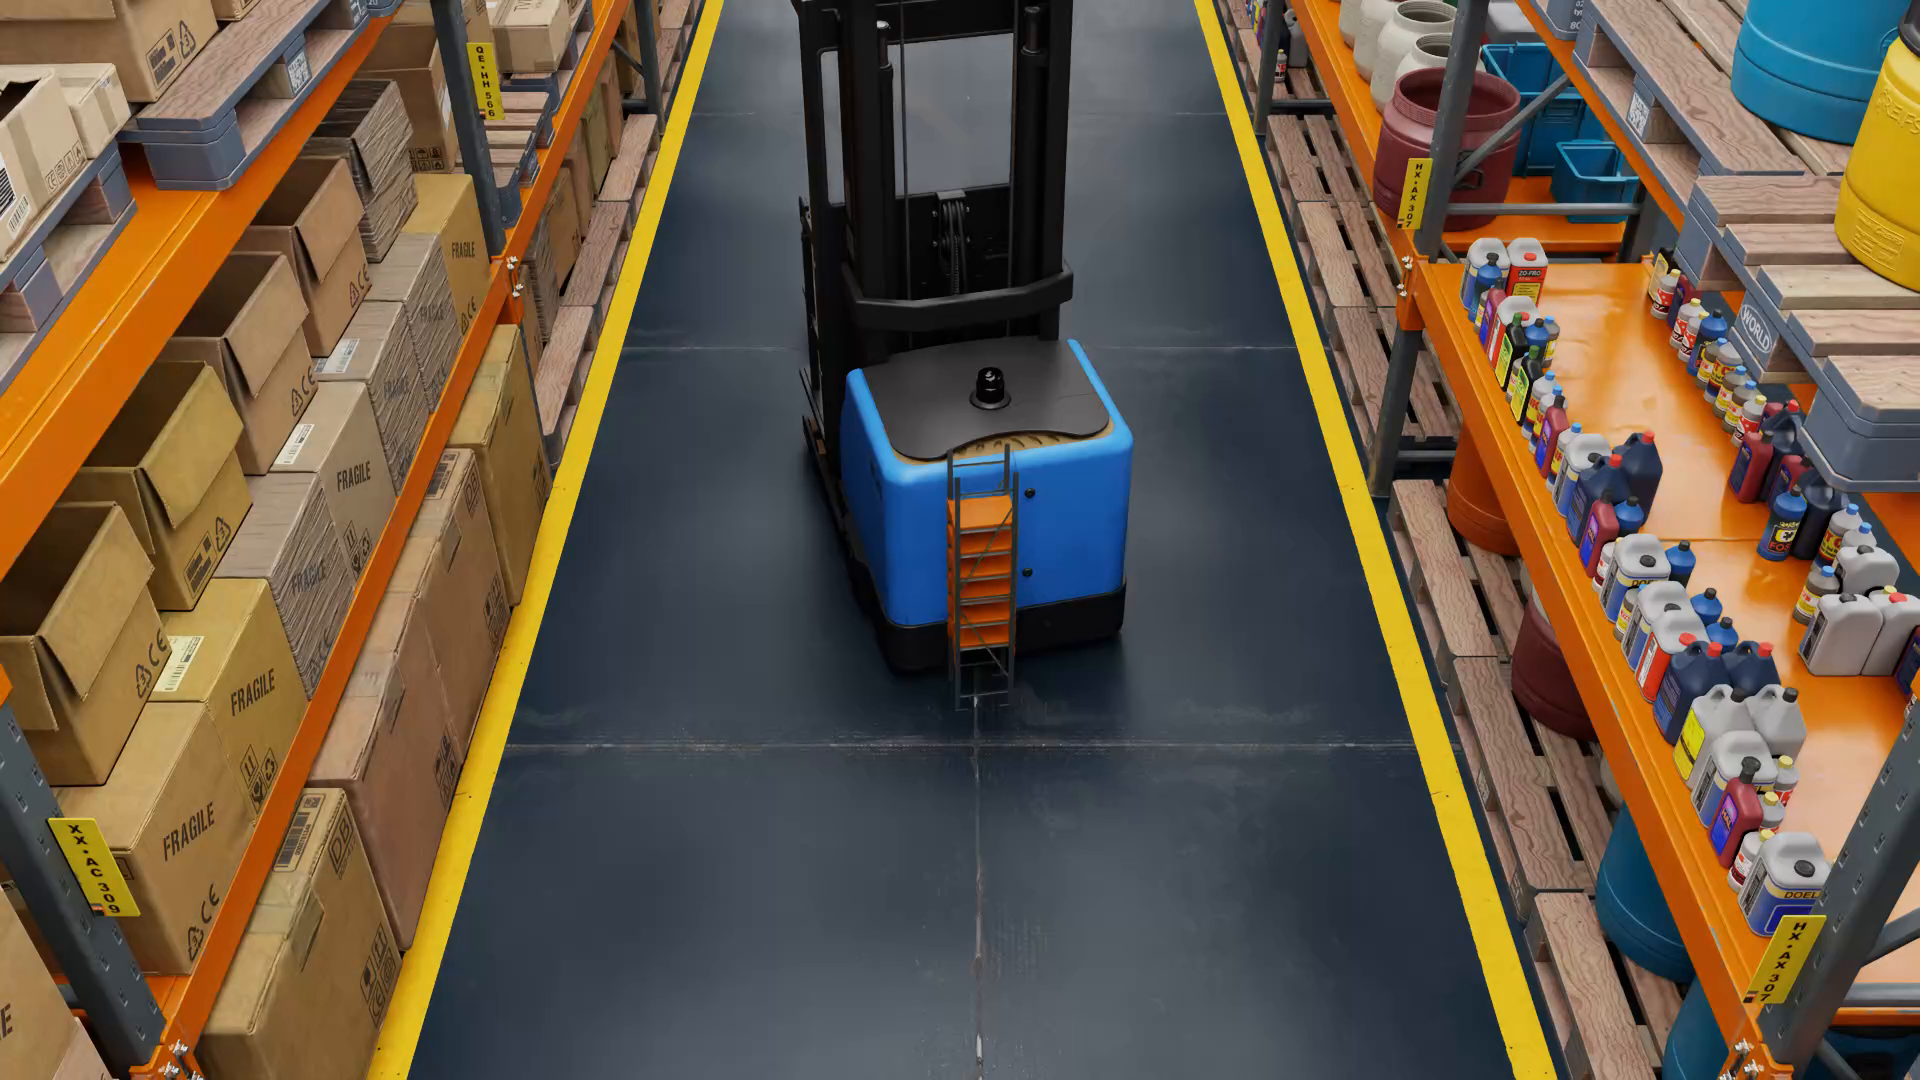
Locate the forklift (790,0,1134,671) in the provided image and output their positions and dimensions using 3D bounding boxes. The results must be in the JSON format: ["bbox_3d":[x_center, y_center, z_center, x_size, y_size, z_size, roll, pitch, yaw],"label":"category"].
[{"bbox_3d":[-0.157,-1.525,7.309,1.130,2.935,3.031,-9,40,-11],"label":"forklift"}]

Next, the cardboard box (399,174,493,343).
[{"bbox_3d":[-2.229,-1.134,6.686,0.500,0.500,0.500,1,39,1],"label":"cardboard box"}]

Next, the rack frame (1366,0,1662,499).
[{"bbox_3d":[2.476,-1.407,7.106,1.000,3.000,0.127,0,39,0],"label":"rack frame"}]

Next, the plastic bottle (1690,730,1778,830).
[{"bbox_3d":[2.157,0.669,4.616,0.152,0.276,0.135,0,39,0],"label":"plastic bottle"}]

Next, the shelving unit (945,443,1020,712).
[{"bbox_3d":[0.085,0.171,6.577,0.258,1.200,0.189,-6,39,-7],"label":"shelving unit"}]

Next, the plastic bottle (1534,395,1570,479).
[{"bbox_3d":[2.109,-0.368,5.903,0.061,0.283,0.133,0,39,0],"label":"plastic bottle"}]

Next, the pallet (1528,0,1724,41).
[{"bbox_3d":[2.379,-2.025,5.631,1.003,0.211,1.213,0,39,0],"label":"pallet"}]

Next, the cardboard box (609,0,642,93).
[{"bbox_3d":[-2.442,-3.343,11.186,0.500,0.500,0.500,-1,39,-1],"label":"cardboard box"}]

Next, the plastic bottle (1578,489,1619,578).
[{"bbox_3d":[2.110,-0.023,5.474,0.061,0.283,0.133,0,39,0],"label":"plastic bottle"}]

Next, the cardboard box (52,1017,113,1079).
[{"bbox_3d":[-2.209,1.317,3.590,0.500,0.250,0.500,-1,39,-1],"label":"cardboard box"}]

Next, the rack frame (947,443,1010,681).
[{"bbox_3d":[0.071,0.115,6.647,0.240,1.200,0.006,-6,39,-7],"label":"rack frame"}]

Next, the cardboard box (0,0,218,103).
[{"bbox_3d":[-2.453,-1.500,4.406,0.797,0.503,0.637,-1,39,-1],"label":"cardboard box"}]

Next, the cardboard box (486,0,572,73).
[{"bbox_3d":[-2.249,-2.557,8.326,0.500,0.250,0.500,-1,39,-1],"label":"cardboard box"}]

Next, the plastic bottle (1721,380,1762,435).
[{"bbox_3d":[2.886,-0.495,6.127,0.097,0.201,0.097,0,39,0],"label":"plastic bottle"}]

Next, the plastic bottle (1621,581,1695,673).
[{"bbox_3d":[2.156,0.269,5.115,0.152,0.276,0.135,0,39,0],"label":"plastic bottle"}]

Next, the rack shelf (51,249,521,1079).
[{"bbox_3d":[-2.475,0.128,5.766,1.077,0.370,4.000,0,39,0],"label":"rack shelf"}]

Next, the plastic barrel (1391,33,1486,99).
[{"bbox_3d":[2.261,-2.093,7.874,0.421,0.512,0.421,0,39,0],"label":"plastic barrel"}]

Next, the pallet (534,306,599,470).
[{"bbox_3d":[-2.476,-0.803,8.584,1.003,0.211,1.213,0,39,0],"label":"pallet"}]

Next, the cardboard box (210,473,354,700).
[{"bbox_3d":[-2.224,0.144,5.091,0.500,0.500,0.500,-1,39,-1],"label":"cardboard box"}]

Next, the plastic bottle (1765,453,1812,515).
[{"bbox_3d":[2.844,-0.195,5.687,0.061,0.283,0.133,0,39,0],"label":"plastic bottle"}]

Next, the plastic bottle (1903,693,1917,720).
[{"bbox_3d":[2.888,0.460,4.937,0.097,0.201,0.097,0,39,0],"label":"plastic bottle"}]

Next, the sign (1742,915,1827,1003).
[{"bbox_3d":[1.931,0.986,3.900,0.100,0.325,0.005,0,39,0],"label":"sign"}]

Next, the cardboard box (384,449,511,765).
[{"bbox_3d":[-2.504,0.251,6.401,1.225,0.875,0.875,0,39,0],"label":"cardboard box"}]

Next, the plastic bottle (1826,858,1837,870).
[{"bbox_3d":[2.282,0.914,4.369,0.097,0.201,0.097,0,39,0],"label":"plastic bottle"}]

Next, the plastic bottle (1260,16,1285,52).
[{"bbox_3d":[2.182,-3.568,11.571,0.144,0.351,0.185,-2,39,-2],"label":"plastic bottle"}]

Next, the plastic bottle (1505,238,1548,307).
[{"bbox_3d":[2.305,-1.087,6.807,0.152,0.276,0.135,0,39,0],"label":"plastic bottle"}]

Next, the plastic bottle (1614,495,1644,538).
[{"bbox_3d":[2.189,-0.030,5.492,0.097,0.271,0.097,0,39,0],"label":"plastic bottle"}]

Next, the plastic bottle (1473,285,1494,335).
[{"bbox_3d":[2.126,-0.925,6.664,0.097,0.201,0.097,0,39,0],"label":"plastic bottle"}]

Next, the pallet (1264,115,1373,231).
[{"bbox_3d":[2.511,-2.329,10.487,1.003,0.211,1.213,0,39,0],"label":"pallet"}]

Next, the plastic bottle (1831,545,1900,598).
[{"bbox_3d":[2.860,0.129,5.289,0.152,0.276,0.135,0,39,0],"label":"plastic bottle"}]

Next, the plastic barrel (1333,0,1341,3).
[{"bbox_3d":[2.253,-3.363,9.439,0.433,0.535,0.433,0,39,0],"label":"plastic barrel"}]

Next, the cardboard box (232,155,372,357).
[{"bbox_3d":[-2.494,-0.969,5.678,0.797,0.503,0.637,1,39,1],"label":"cardboard box"}]

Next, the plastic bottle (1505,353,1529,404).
[{"bbox_3d":[2.127,-0.613,6.275,0.097,0.201,0.097,0,39,0],"label":"plastic bottle"}]

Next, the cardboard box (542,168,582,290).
[{"bbox_3d":[-2.519,-1.720,9.144,0.700,0.500,0.500,3,39,4],"label":"cardboard box"}]

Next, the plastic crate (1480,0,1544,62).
[{"bbox_3d":[2.780,-2.442,8.348,0.402,0.464,0.583,0,39,0],"label":"plastic crate"}]

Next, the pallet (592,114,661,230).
[{"bbox_3d":[-2.479,-2.329,10.488,1.003,0.211,1.213,0,39,0],"label":"pallet"}]

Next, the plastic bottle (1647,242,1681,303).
[{"bbox_3d":[2.903,-1.108,6.828,0.061,0.283,0.133,0,39,0],"label":"plastic bottle"}]

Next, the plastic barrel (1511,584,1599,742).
[{"bbox_3d":[2.495,0.383,6.466,0.600,0.588,0.708,0,39,0],"label":"plastic barrel"}]

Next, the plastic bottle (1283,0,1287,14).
[{"bbox_3d":[2.284,-3.760,11.864,0.061,0.283,0.133,0,39,0],"label":"plastic bottle"}]

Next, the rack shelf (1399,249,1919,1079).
[{"bbox_3d":[2.478,0.125,5.771,1.077,0.370,4.000,0,39,0],"label":"rack shelf"}]

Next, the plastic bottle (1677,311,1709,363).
[{"bbox_3d":[2.885,-0.799,6.507,0.097,0.201,0.097,0,39,0],"label":"plastic bottle"}]

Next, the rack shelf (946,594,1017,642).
[{"bbox_3d":[0.085,0.300,6.680,0.258,0.103,0.180,-6,39,-7],"label":"rack shelf"}]

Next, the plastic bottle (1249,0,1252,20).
[{"bbox_3d":[2.158,-3.888,12.088,0.097,0.201,0.097,0,39,0],"label":"plastic bottle"}]

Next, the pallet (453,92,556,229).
[{"bbox_3d":[-2.584,-1.774,7.718,1.213,0.211,1.003,0,39,0],"label":"pallet"}]

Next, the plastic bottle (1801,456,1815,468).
[{"bbox_3d":[2.905,-0.195,5.687,0.061,0.283,0.133,0,39,0],"label":"plastic bottle"}]

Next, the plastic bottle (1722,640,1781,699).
[{"bbox_3d":[2.296,0.424,4.862,0.144,0.351,0.185,0,39,0],"label":"plastic bottle"}]
